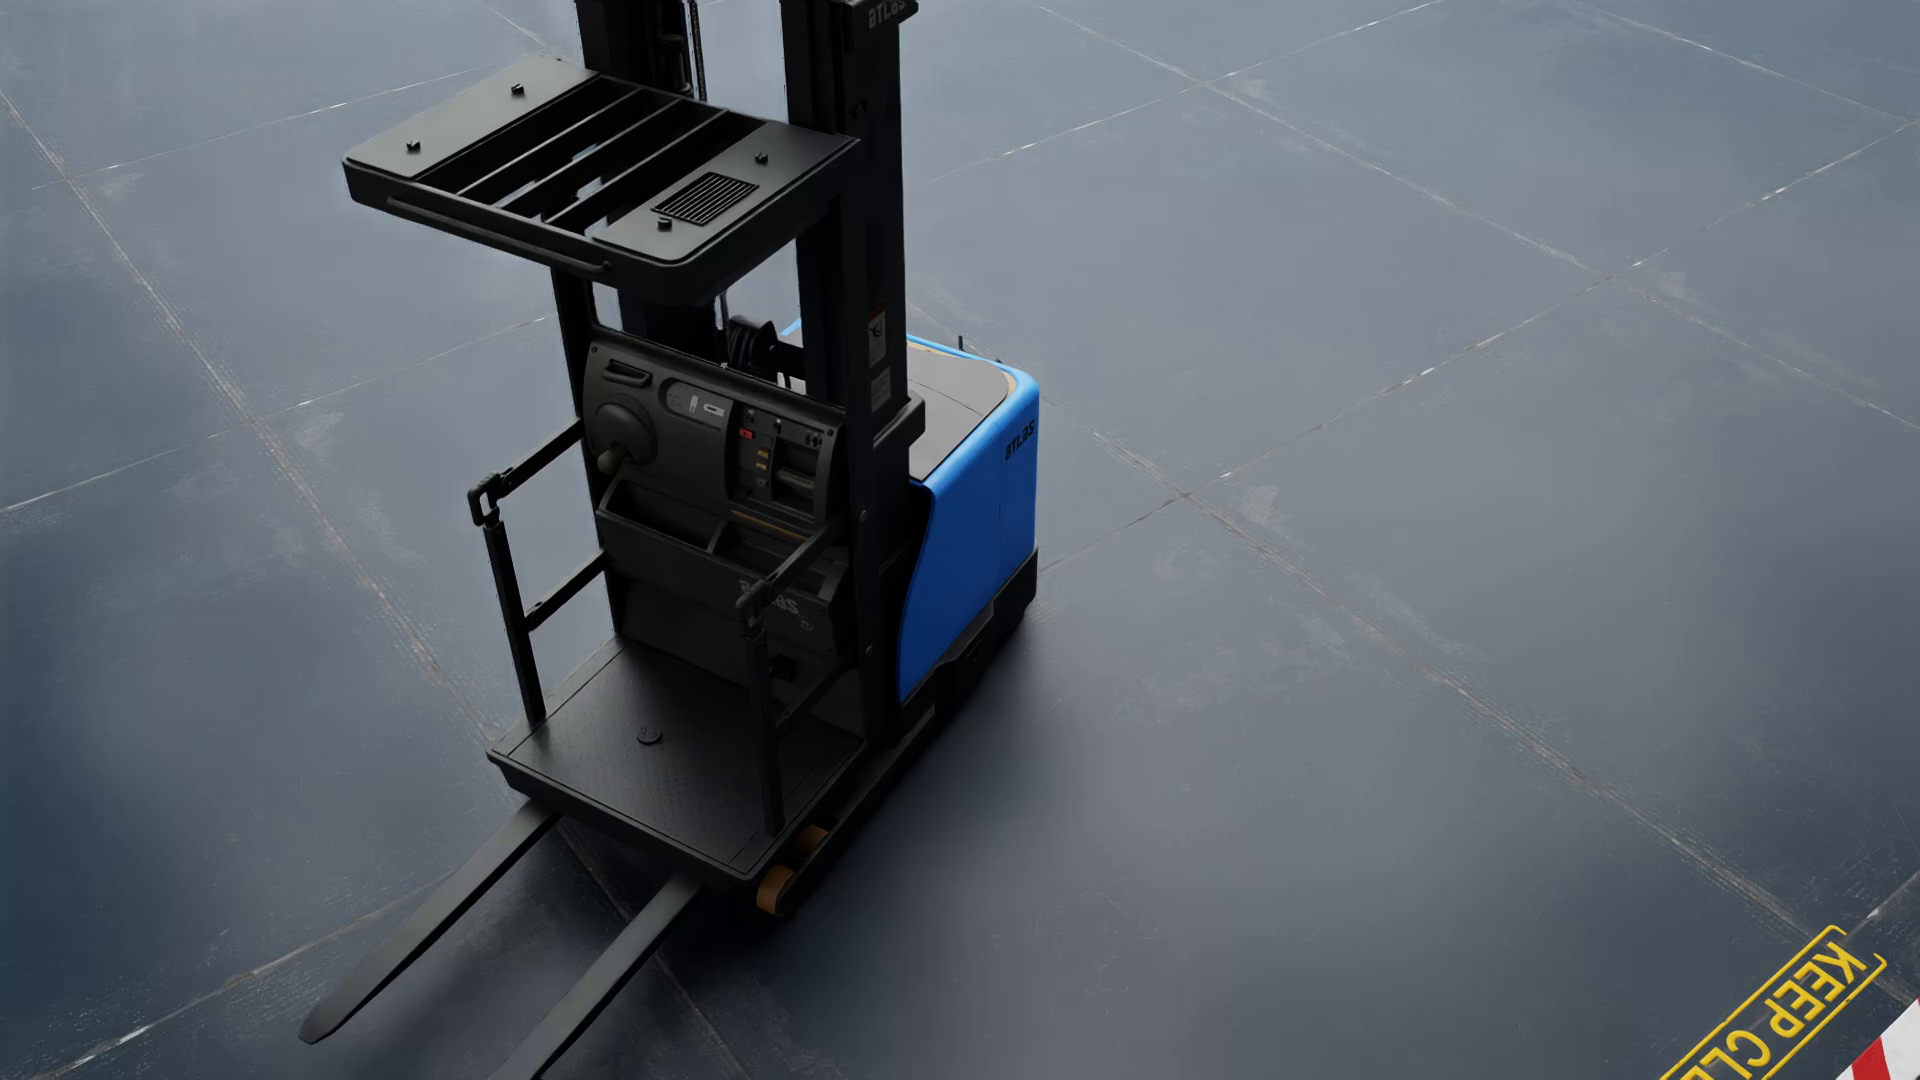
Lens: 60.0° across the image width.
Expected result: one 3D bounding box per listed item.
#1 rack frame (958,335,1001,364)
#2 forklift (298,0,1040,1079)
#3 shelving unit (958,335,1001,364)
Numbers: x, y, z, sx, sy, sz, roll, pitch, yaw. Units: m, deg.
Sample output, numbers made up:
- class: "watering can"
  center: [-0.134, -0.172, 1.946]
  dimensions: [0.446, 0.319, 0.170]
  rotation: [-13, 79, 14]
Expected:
- class: "rack frame"
  center: [0.075, -0.397, 6.714]
  dimensions: [0.006, 0.900, 0.240]
  rotation: [-29, 48, -31]
- class: "forklift"
  center: [-0.876, -0.242, 4.924]
  dimensions: [1.130, 2.935, 3.031]
  rotation: [20, 44, 23]
- class: "shelving unit"
  center: [-0.002, -0.354, 6.662]
  dimensions: [0.210, 0.900, 0.258]
  rotation: [-29, 48, -31]
